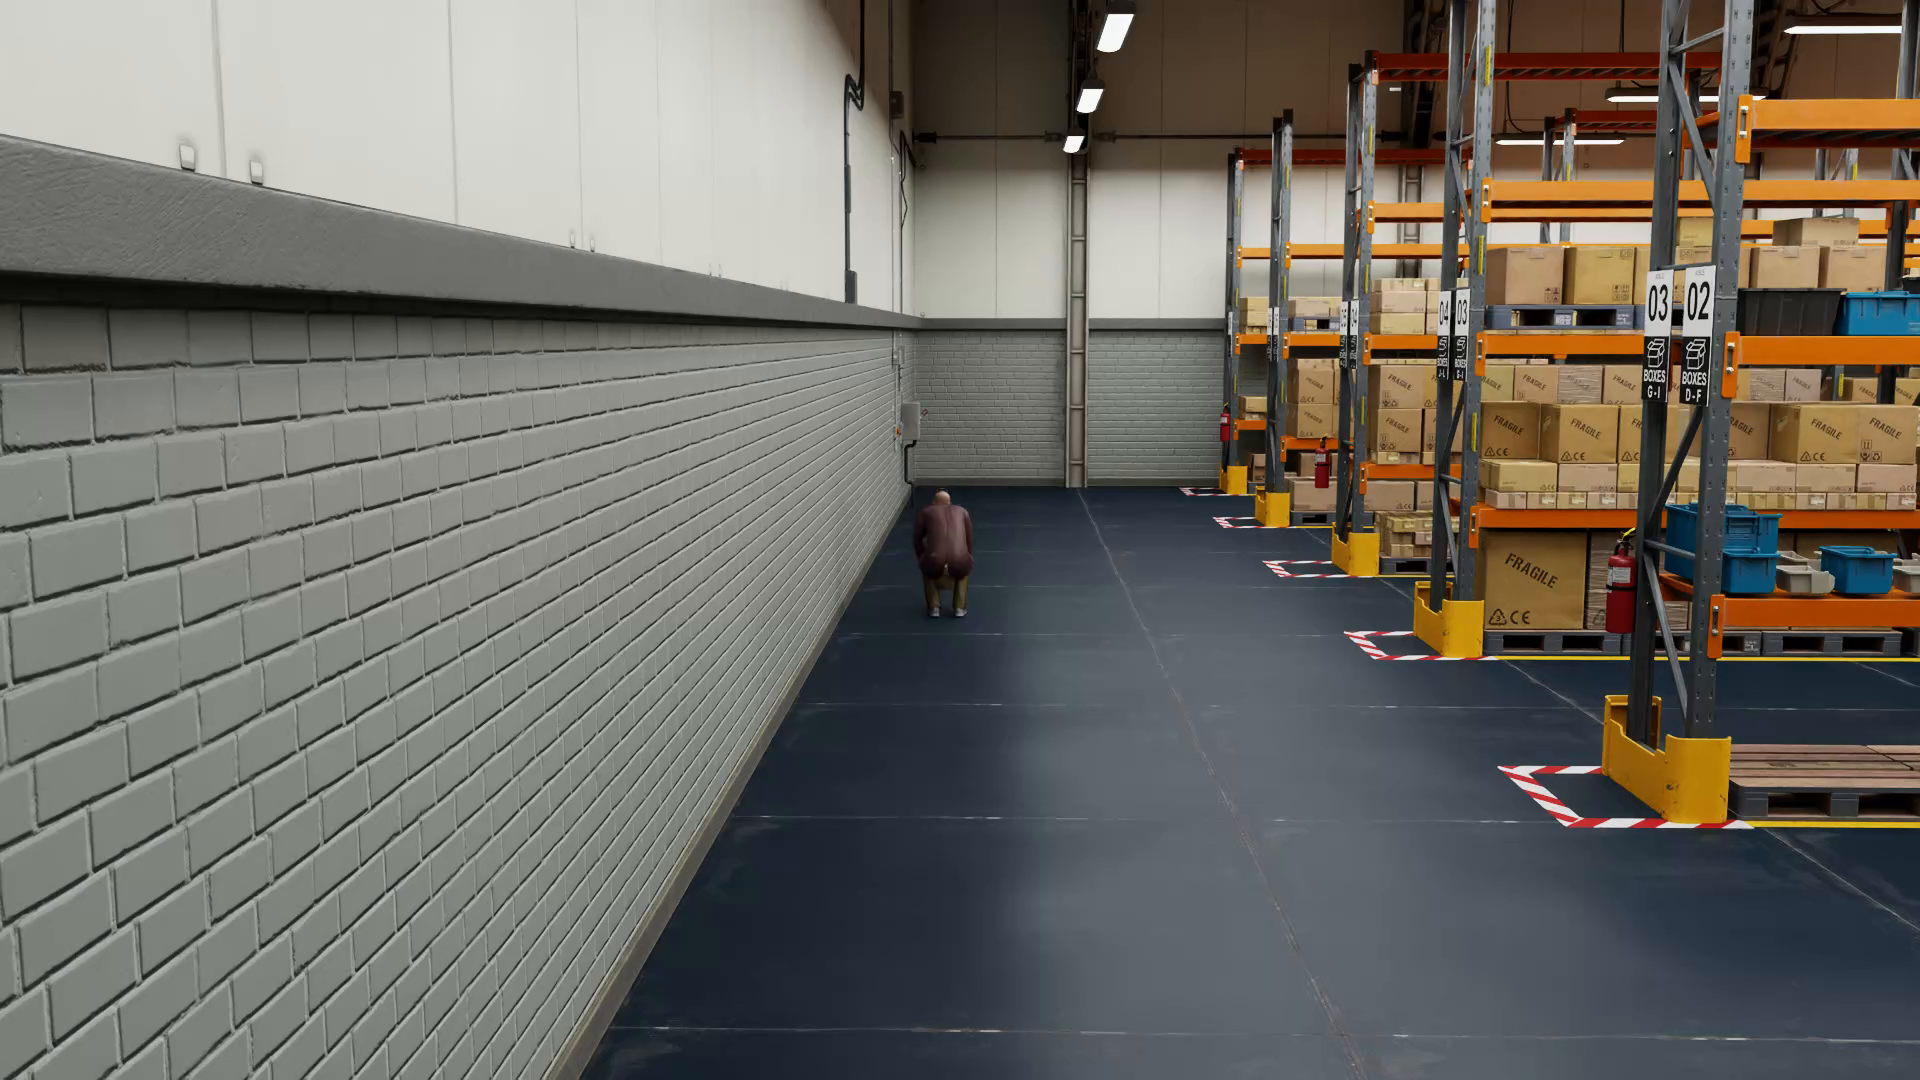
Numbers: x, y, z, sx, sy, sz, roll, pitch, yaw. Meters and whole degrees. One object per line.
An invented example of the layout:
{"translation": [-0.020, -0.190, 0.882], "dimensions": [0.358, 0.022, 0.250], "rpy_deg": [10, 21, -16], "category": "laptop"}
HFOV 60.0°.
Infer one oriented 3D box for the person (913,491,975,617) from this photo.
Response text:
{"translation": [-0.166, 0.151, 16.761], "dimensions": [0.630, 1.207, 0.808], "rpy_deg": [0, 7, 1], "category": "person"}
